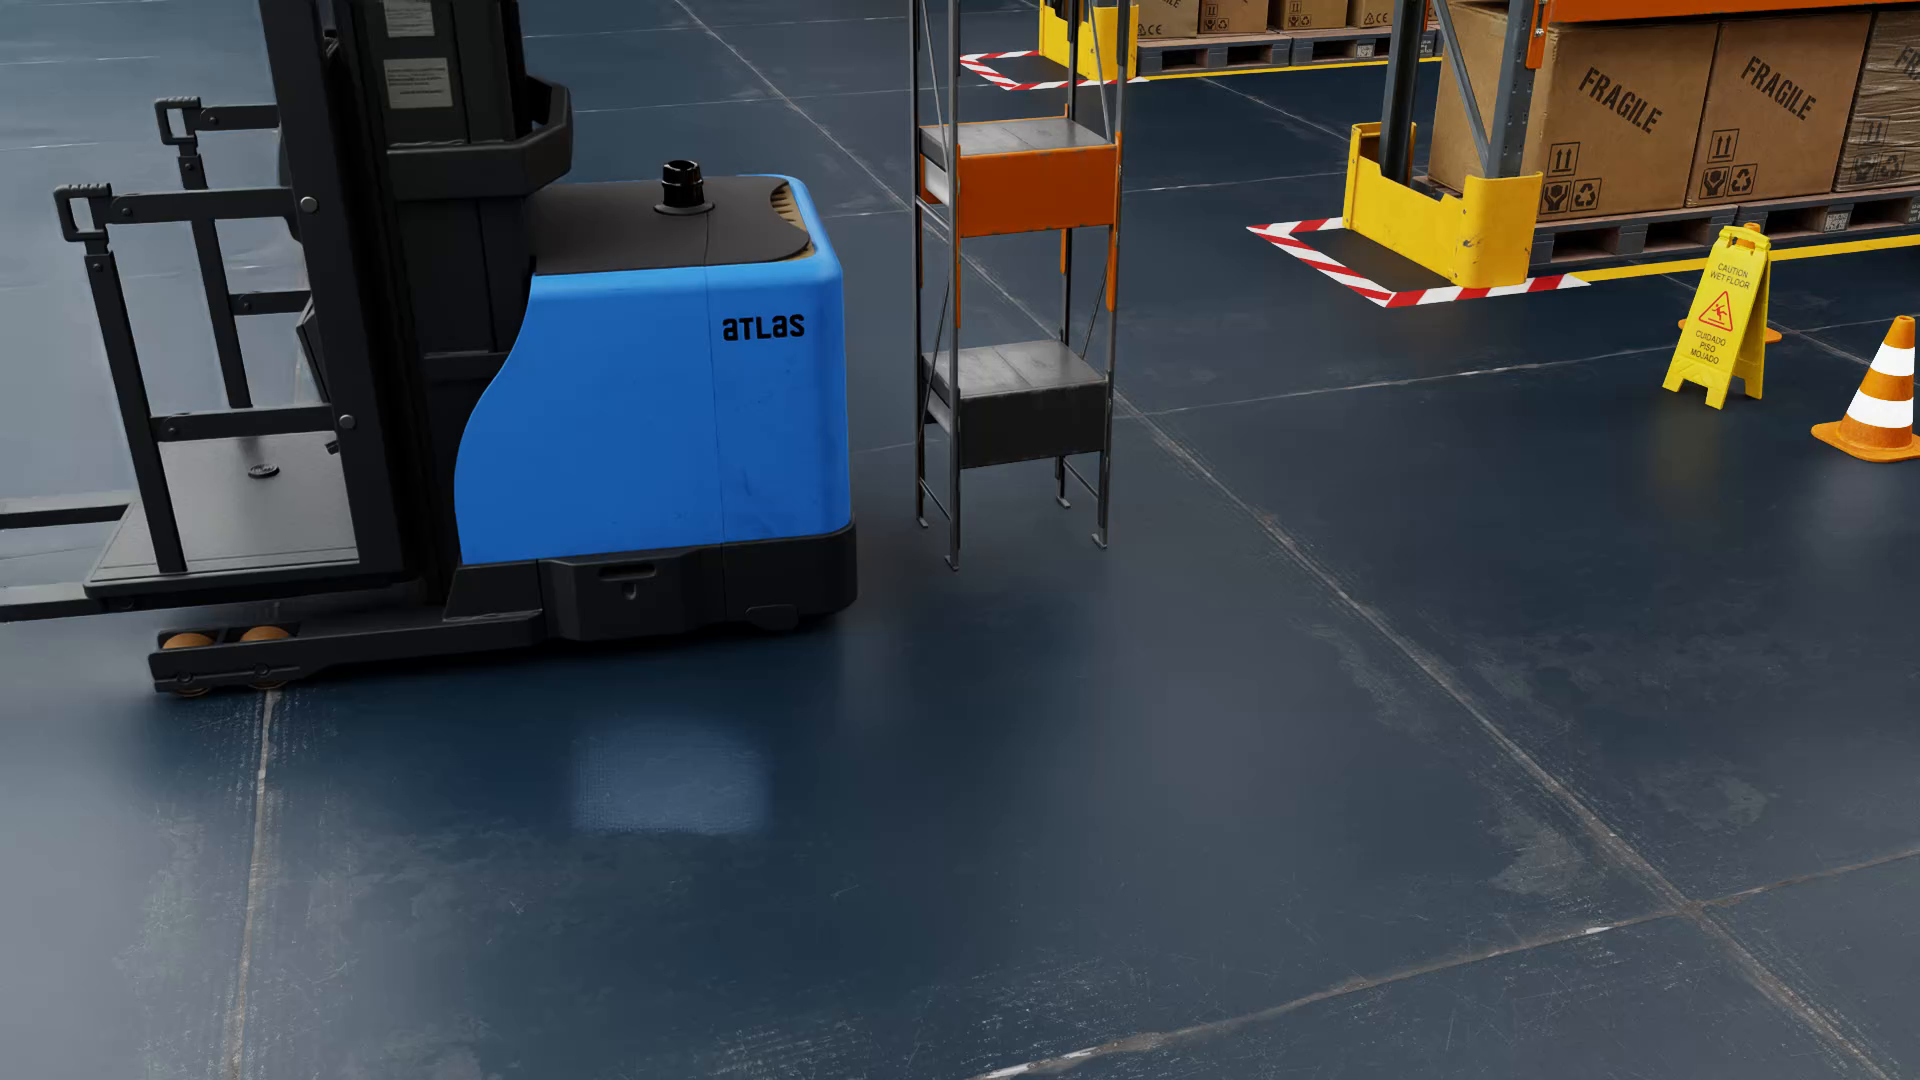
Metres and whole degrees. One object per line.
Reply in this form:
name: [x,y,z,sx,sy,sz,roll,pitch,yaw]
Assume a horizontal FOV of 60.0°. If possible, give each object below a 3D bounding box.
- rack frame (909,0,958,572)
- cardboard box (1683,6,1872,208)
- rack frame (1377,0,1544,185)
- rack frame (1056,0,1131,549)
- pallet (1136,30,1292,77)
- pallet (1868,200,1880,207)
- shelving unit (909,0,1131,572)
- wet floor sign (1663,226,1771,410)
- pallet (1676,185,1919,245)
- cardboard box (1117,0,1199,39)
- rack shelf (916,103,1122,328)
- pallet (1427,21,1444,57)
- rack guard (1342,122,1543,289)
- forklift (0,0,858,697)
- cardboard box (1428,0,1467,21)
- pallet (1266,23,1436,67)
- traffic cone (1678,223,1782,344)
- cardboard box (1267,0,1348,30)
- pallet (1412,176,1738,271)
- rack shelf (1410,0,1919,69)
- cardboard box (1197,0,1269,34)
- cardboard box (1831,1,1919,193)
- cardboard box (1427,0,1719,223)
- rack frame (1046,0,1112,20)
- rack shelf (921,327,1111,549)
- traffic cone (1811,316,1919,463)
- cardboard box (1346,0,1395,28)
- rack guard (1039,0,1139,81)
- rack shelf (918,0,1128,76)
rack frame: [-0.075,-0.930,4.761,0.015,2.100,0.400,-8,28,-16]
cardboard box: [3.761,-2.227,8.281,0.875,0.875,0.875,-9,28,-17]
rack frame: [2.300,-2.748,7.411,0.127,3.000,1.000,-8,28,-16]
rack frame: [0.389,-0.997,4.897,0.015,2.100,0.400,-8,28,-16]
pallet: [1.716,-3.717,12.500,1.213,0.211,1.003,-8,28,-16]
pallet: [5.357,-1.978,8.997,1.213,0.211,1.003,-8,28,-16]
shelving unit: [0.157,-0.963,4.829,0.503,2.100,0.431,-8,28,-16]
wet floor sign: [2.886,-0.852,6.241,0.232,0.644,0.267,-13,29,-25]
pallet: [4.194,-1.808,8.655,1.213,0.211,1.003,-8,28,-16]
cardboard box: [1.459,-4.006,12.285,0.500,0.500,0.500,-3,27,-7]
rack shelf: [0.157,-0.951,4.835,0.480,0.518,0.431,-8,28,-16]
pallet: [4.036,-4.053,13.177,1.213,0.211,1.003,-8,28,-16]
rack guard: [2.278,-1.625,7.961,0.348,0.500,1.175,-8,28,-16]
forklift: [-1.862,-1.152,4.273,3.031,2.935,1.130,-5,27,-10]
cardboard box: [3.729,-4.358,12.993,0.500,0.500,0.500,0,26,0]
pallet: [2.874,-3.884,12.835,1.213,0.211,1.003,-8,28,-16]
traffic cone: [3.245,-1.084,6.913,0.334,0.463,0.336,-8,28,-16]
cardboard box: [2.618,-4.181,12.638,0.500,0.500,0.500,-6,27,-11]
pallet: [3.036,-1.642,8.320,1.213,0.211,1.003,-8,28,-16]
rack shelf: [4.202,-2.701,8.126,4.000,0.370,1.077,-8,28,-16]
cardboard box: [2.017,-4.103,12.480,0.500,0.500,0.500,-1,26,-3]
cardboard box: [4.628,-2.352,8.532,0.875,0.875,0.875,-8,28,-16]
cardboard box: [2.925,-2.105,8.035,0.875,0.875,0.875,-8,28,-16]
rack frame: [0.861,-4.859,11.664,0.127,3.000,1.000,-8,28,-16]
rack shelf: [0.157,-0.324,5.146,0.480,0.518,0.431,-8,28,-16]
traffic cone: [3.272,-0.560,5.857,0.334,0.463,0.336,-8,28,-16]
cardboard box: [3.163,-4.239,12.754,0.500,0.500,0.500,-11,28,-21]
rack guard: [0.933,-3.750,12.241,0.348,0.500,1.175,-8,28,-16]
rack shelf: [0.157,-1.578,4.524,0.480,0.518,0.431,-8,28,-16]
